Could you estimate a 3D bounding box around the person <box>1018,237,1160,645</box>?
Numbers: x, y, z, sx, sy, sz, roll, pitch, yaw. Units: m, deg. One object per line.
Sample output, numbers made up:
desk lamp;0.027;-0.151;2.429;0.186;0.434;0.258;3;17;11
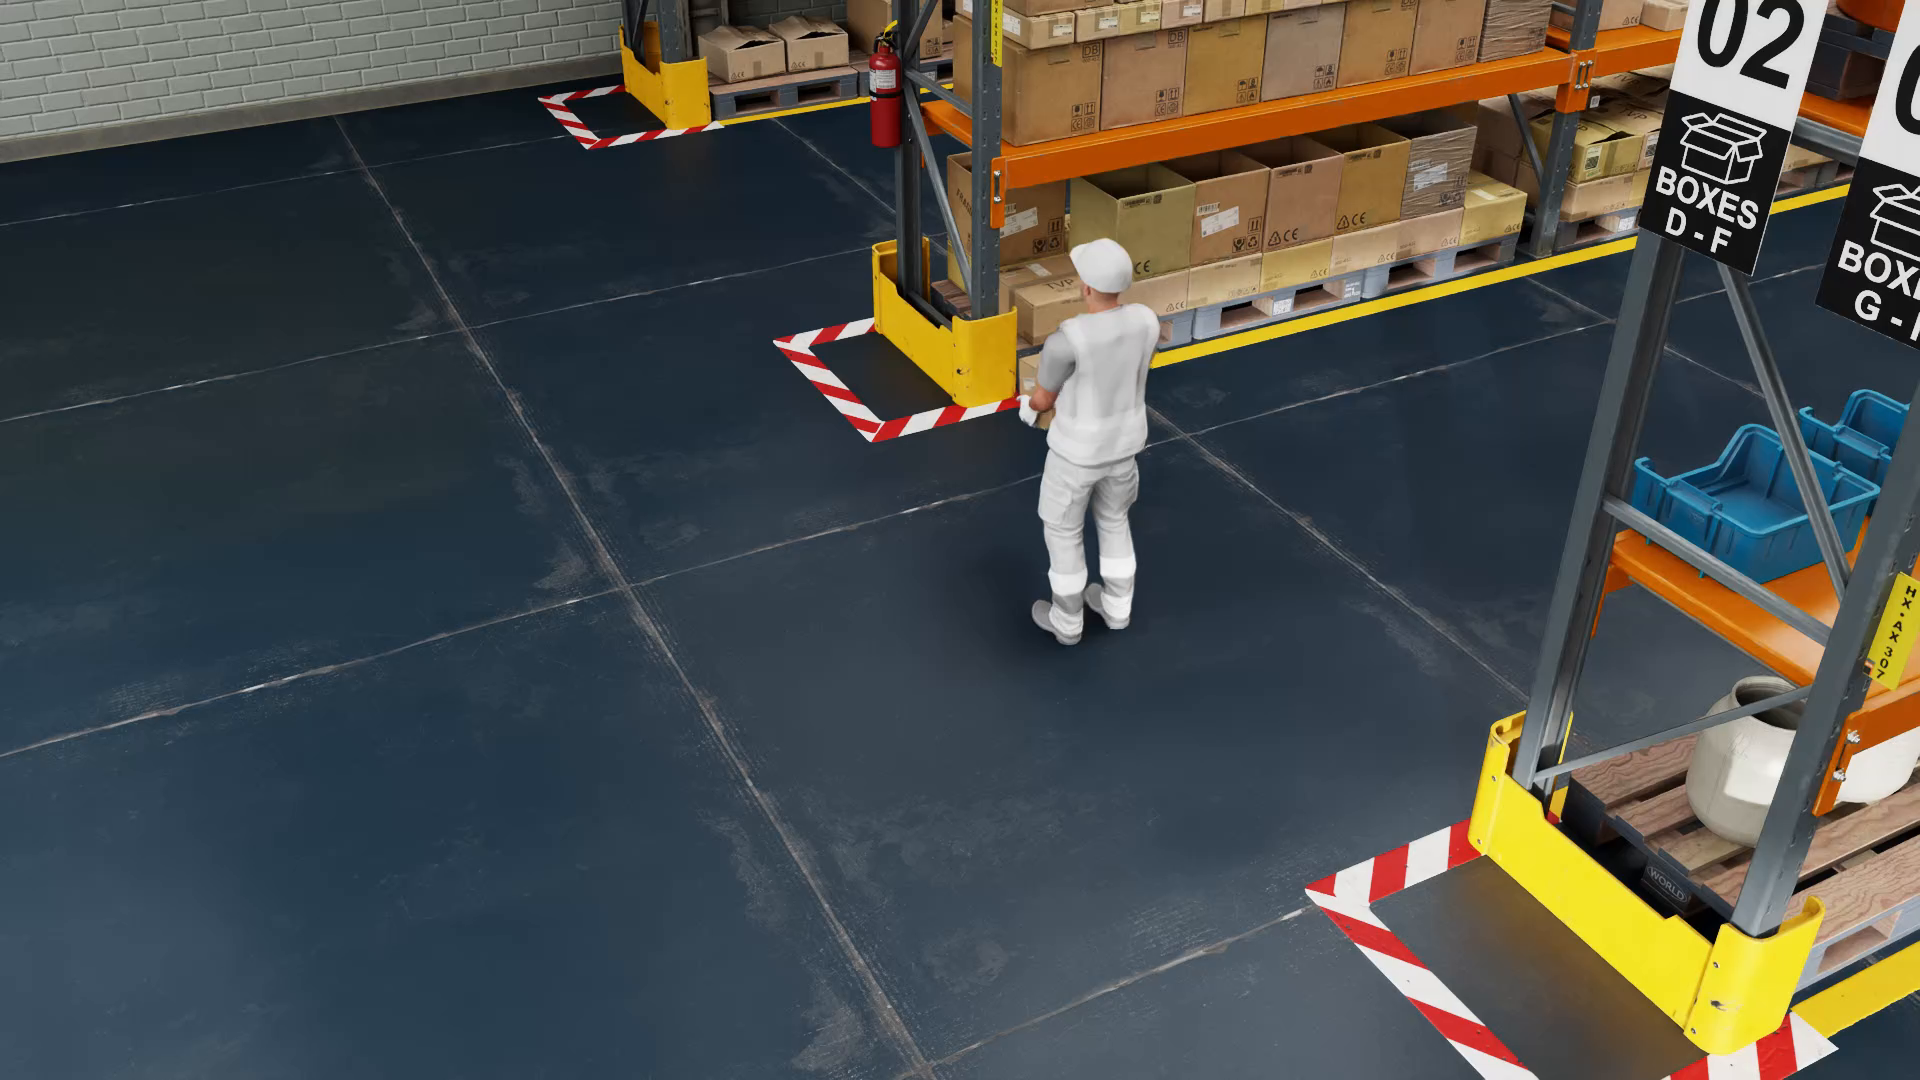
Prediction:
person;0.495;-0.420;6.765;0.524;1.794;0.529;-16;36;-23
